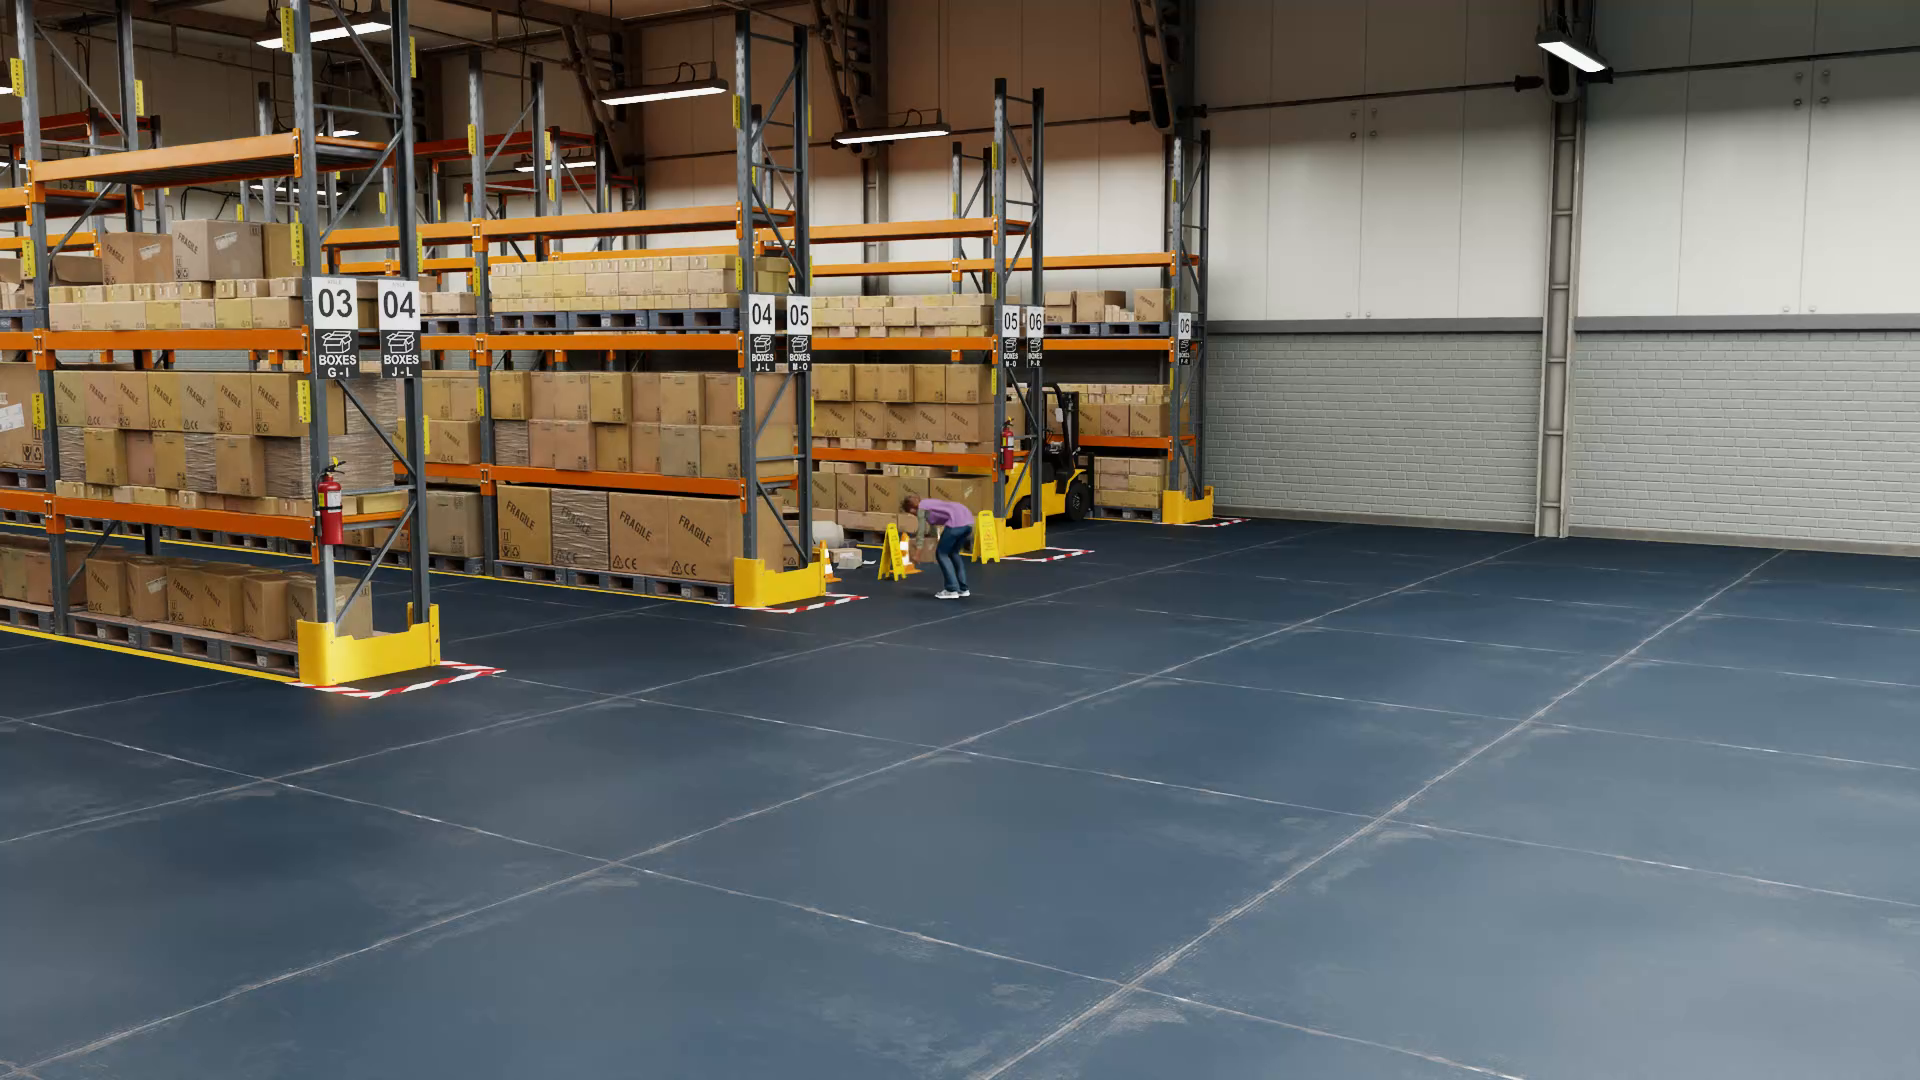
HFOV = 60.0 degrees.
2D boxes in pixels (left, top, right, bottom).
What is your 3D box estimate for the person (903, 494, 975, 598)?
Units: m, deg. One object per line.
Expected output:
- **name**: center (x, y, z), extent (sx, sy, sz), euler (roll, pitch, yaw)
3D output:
- **person**: center (-0.244, 0.064, 17.882), extent (0.858, 1.090, 0.388), euler (4, 8, 32)
